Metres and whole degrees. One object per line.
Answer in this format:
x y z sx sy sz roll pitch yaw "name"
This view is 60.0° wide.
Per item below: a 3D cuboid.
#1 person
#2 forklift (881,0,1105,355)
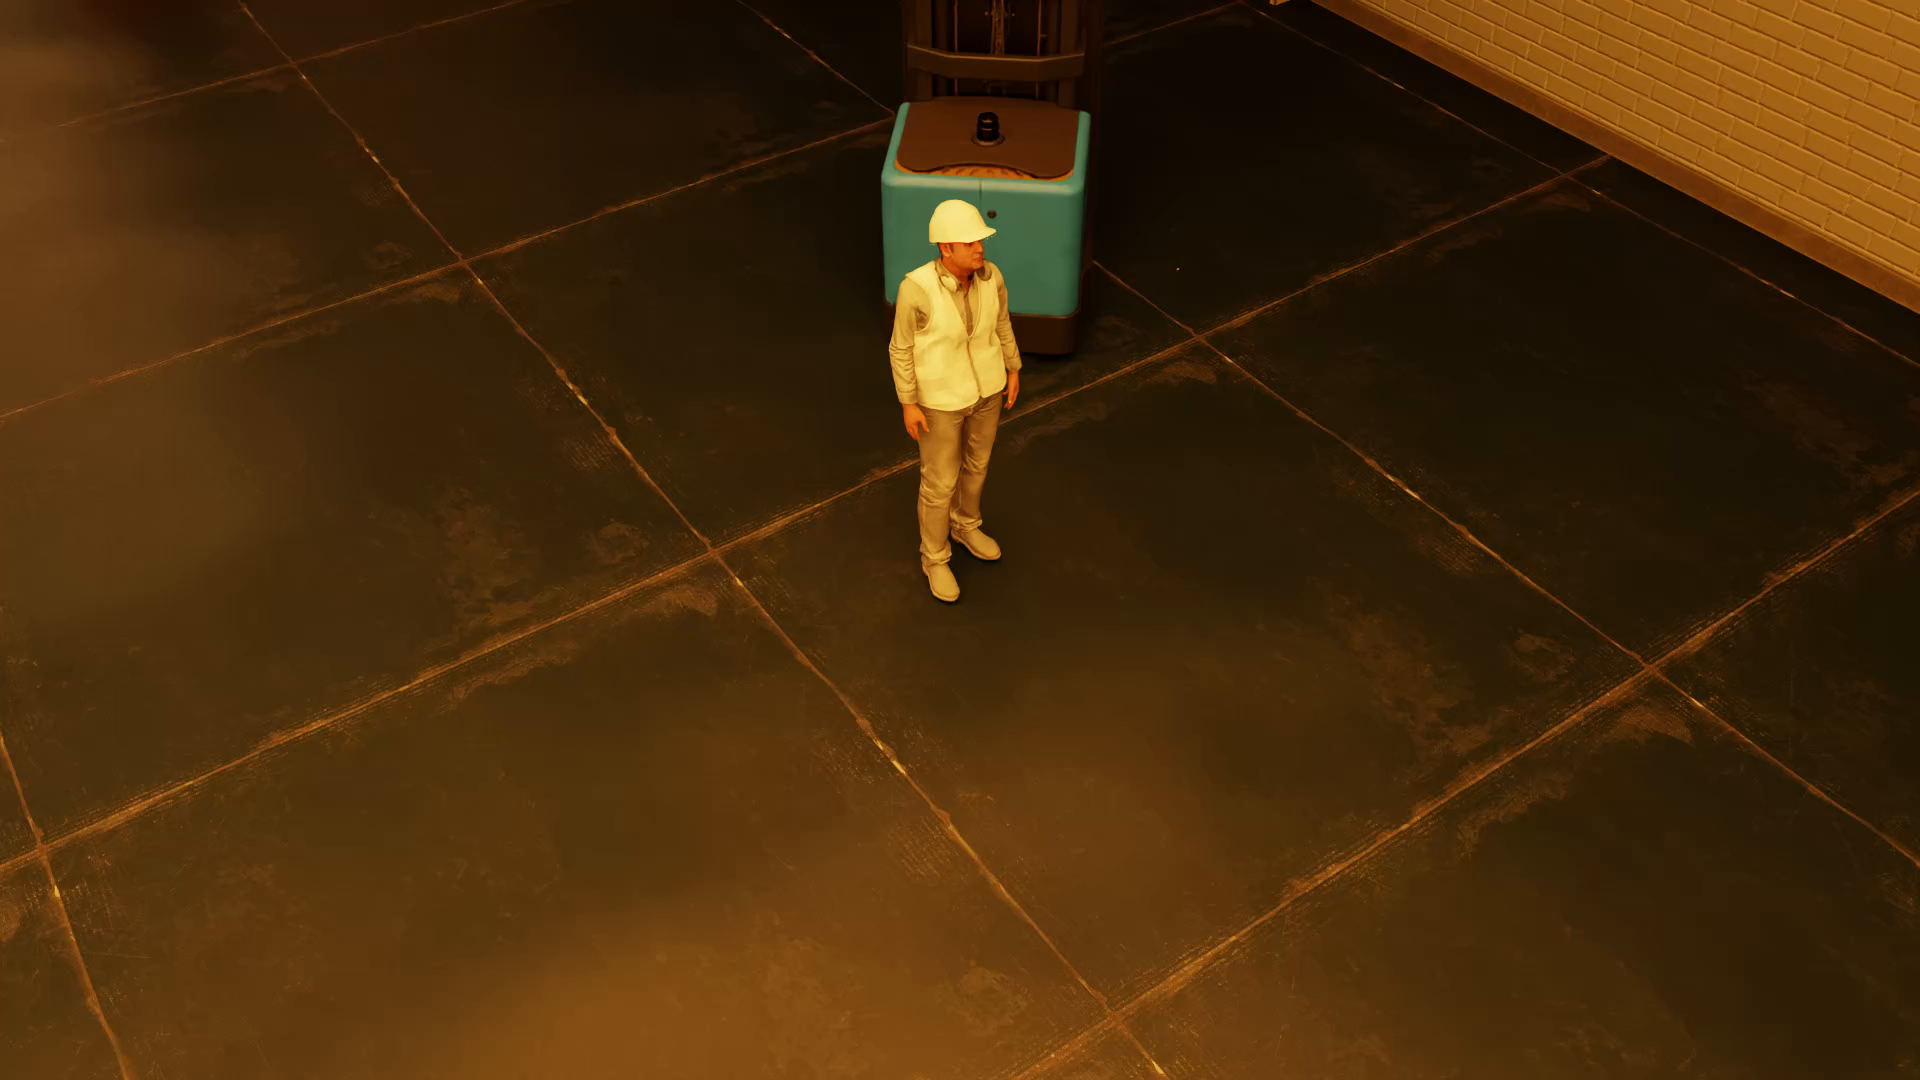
0.029 -0.620 7.231 0.632 1.773 0.568 -25 48 -25 "person"
0.257 -3.060 9.036 1.130 2.935 3.031 4 43 4 "forklift"
